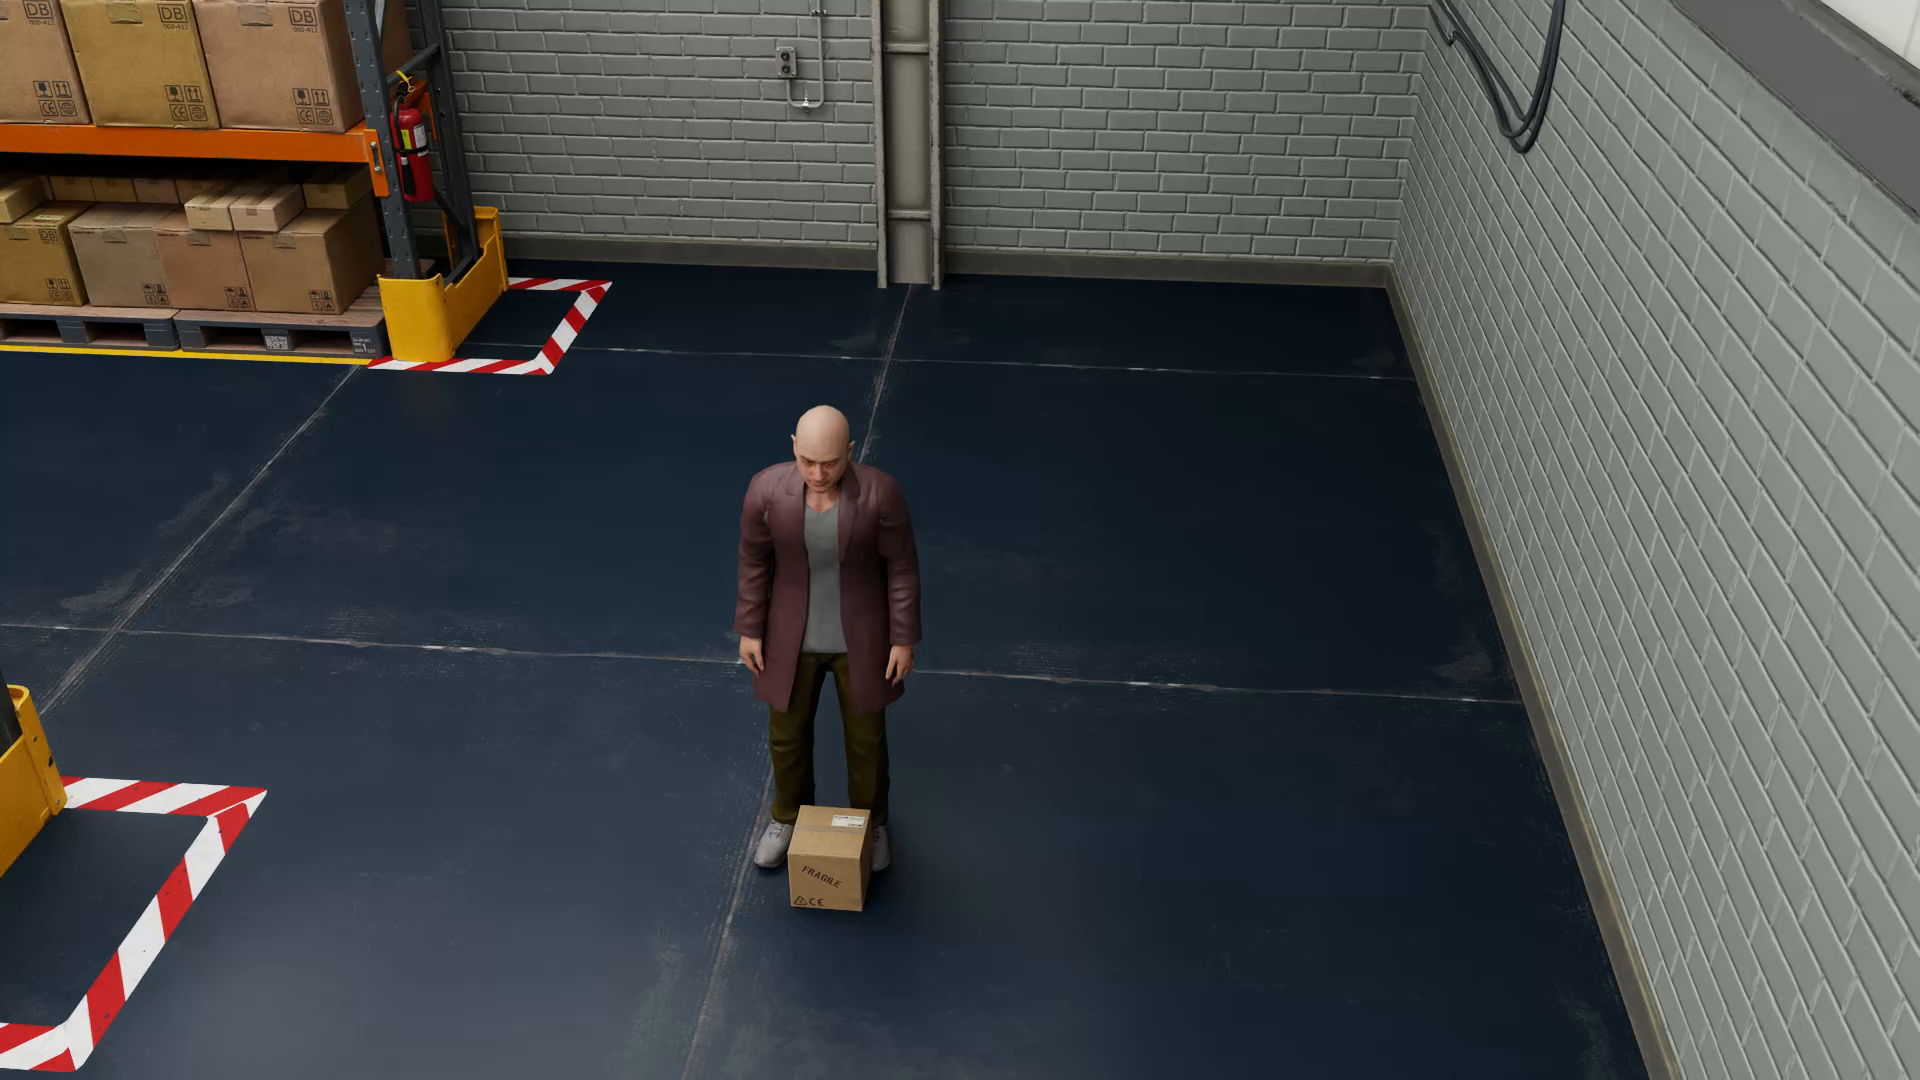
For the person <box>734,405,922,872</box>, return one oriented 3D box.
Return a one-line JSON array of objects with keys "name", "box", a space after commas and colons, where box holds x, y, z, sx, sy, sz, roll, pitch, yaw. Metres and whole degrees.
[{"name": "person", "box": [-0.445, 0.330, 5.612, 0.641, 1.773, 0.427, 2, 32, 4]}]
